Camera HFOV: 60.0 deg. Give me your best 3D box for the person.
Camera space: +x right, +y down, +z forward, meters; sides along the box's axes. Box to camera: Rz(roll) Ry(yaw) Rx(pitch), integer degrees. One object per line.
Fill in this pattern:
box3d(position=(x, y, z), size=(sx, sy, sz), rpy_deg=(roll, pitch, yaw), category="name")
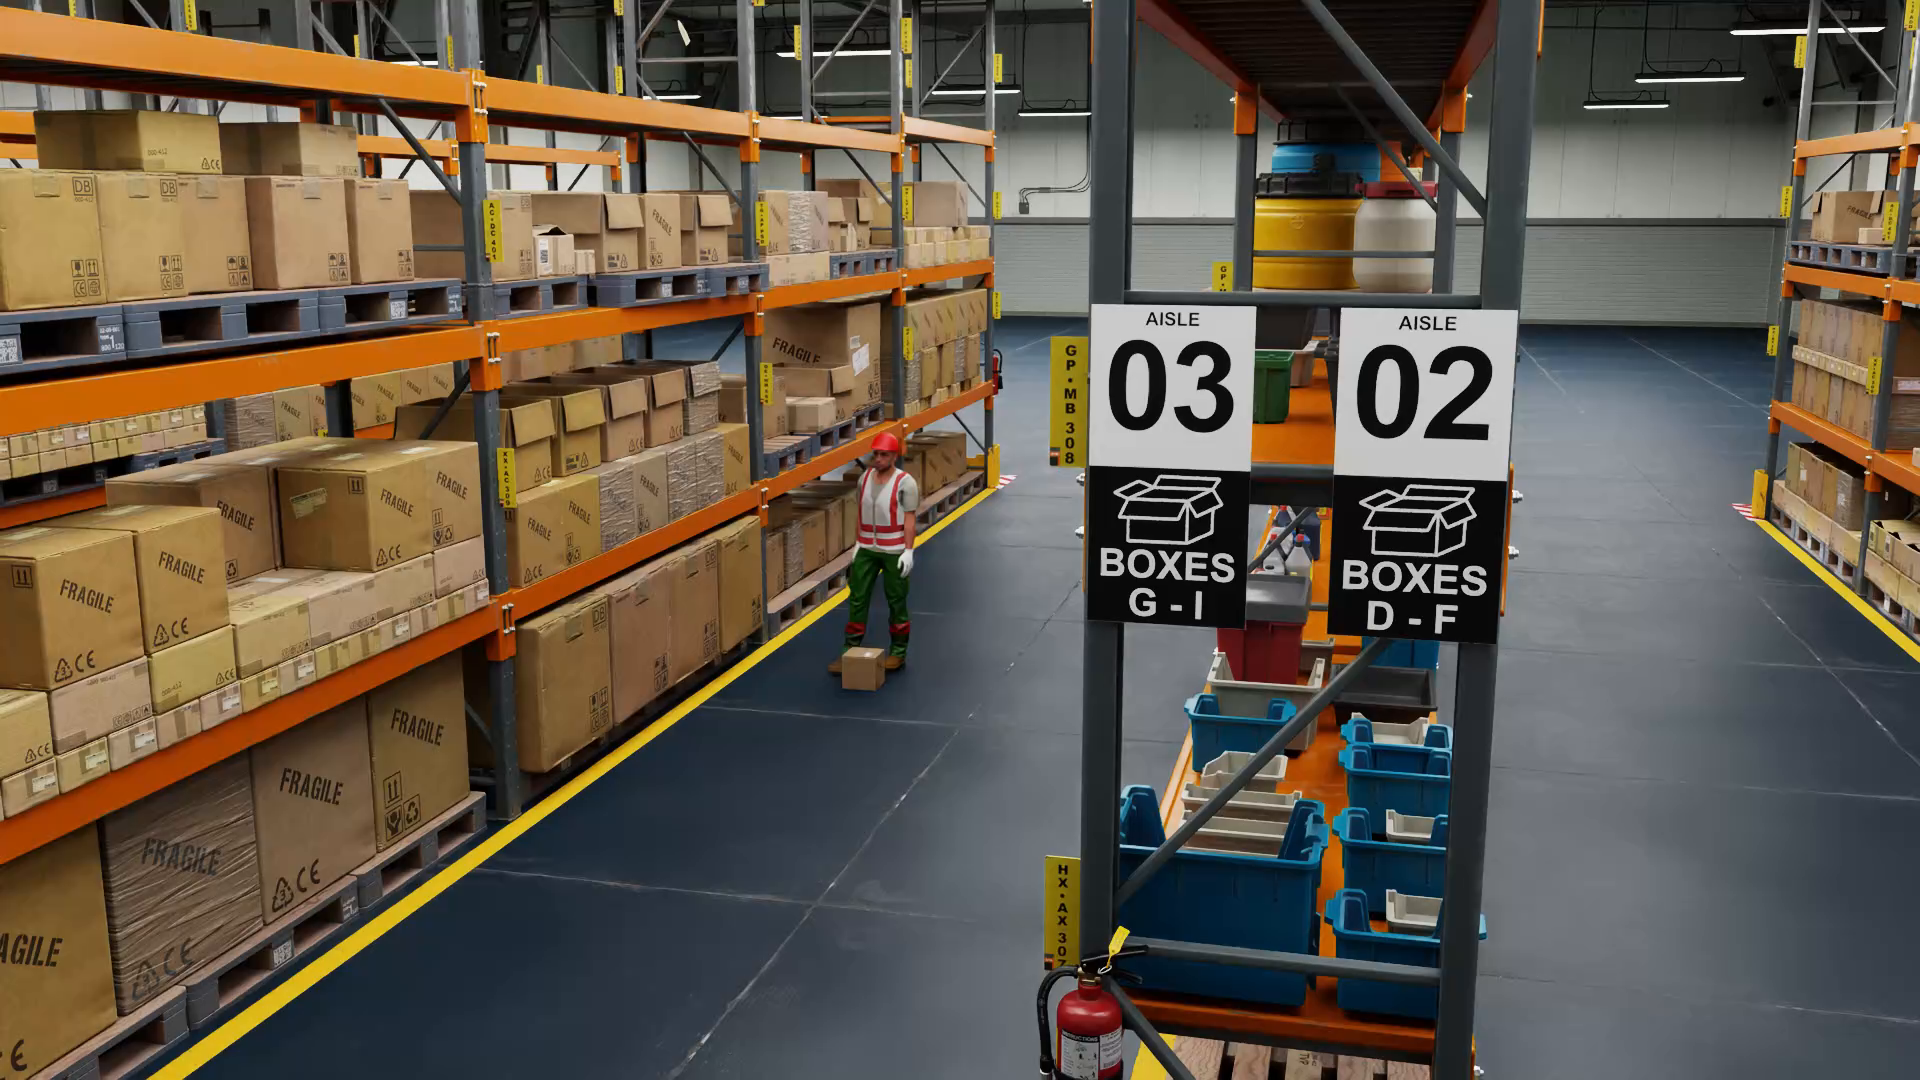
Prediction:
box3d(position=(-0.640, 0.107, 12.308), size=(0.566, 1.791, 0.600), rpy_deg=(5, 12, 24), category="person")
